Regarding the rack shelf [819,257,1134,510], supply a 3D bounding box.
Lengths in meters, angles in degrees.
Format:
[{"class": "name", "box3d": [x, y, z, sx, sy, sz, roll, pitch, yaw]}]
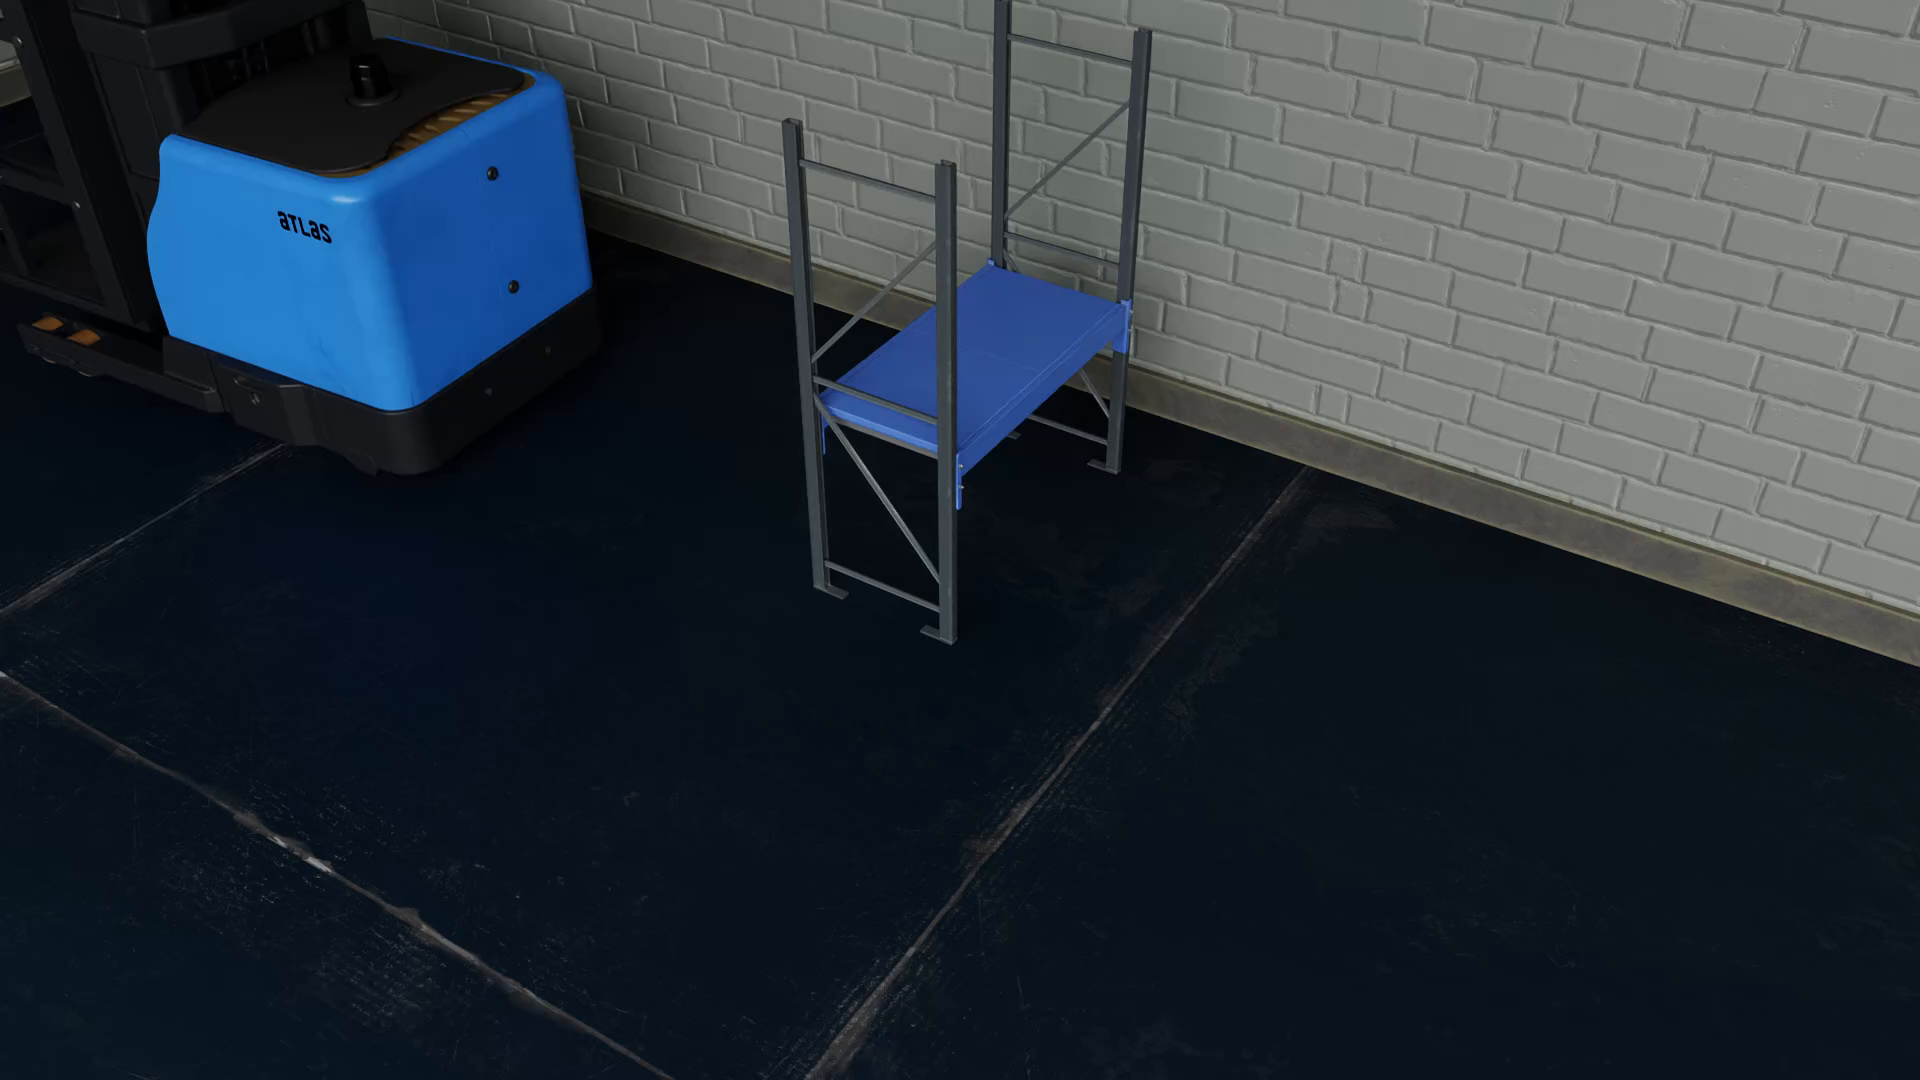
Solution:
[{"class": "rack shelf", "box3d": [0.046, -0.496, 4.959, 0.538, 0.185, 1.000, 21, 42, 25]}]

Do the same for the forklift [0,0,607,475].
[{"class": "forklift", "box3d": [-2.834, -2.015, 5.463, 3.031, 2.935, 1.130, 18, 41, 22]}]

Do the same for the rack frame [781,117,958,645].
[{"class": "rack frame", "box3d": [-0.227, -0.376, 4.509, 0.500, 1.500, 0.032, 21, 42, 25]}]

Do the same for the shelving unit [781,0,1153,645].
[{"class": "shelving unit", "box3d": [0.046, -0.638, 4.849, 0.538, 1.500, 1.048, 21, 42, 25]}]

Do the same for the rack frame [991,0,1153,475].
[{"class": "rack frame", "box3d": [0.318, -0.900, 5.189, 0.500, 1.500, 0.032, 21, 42, 25]}]
